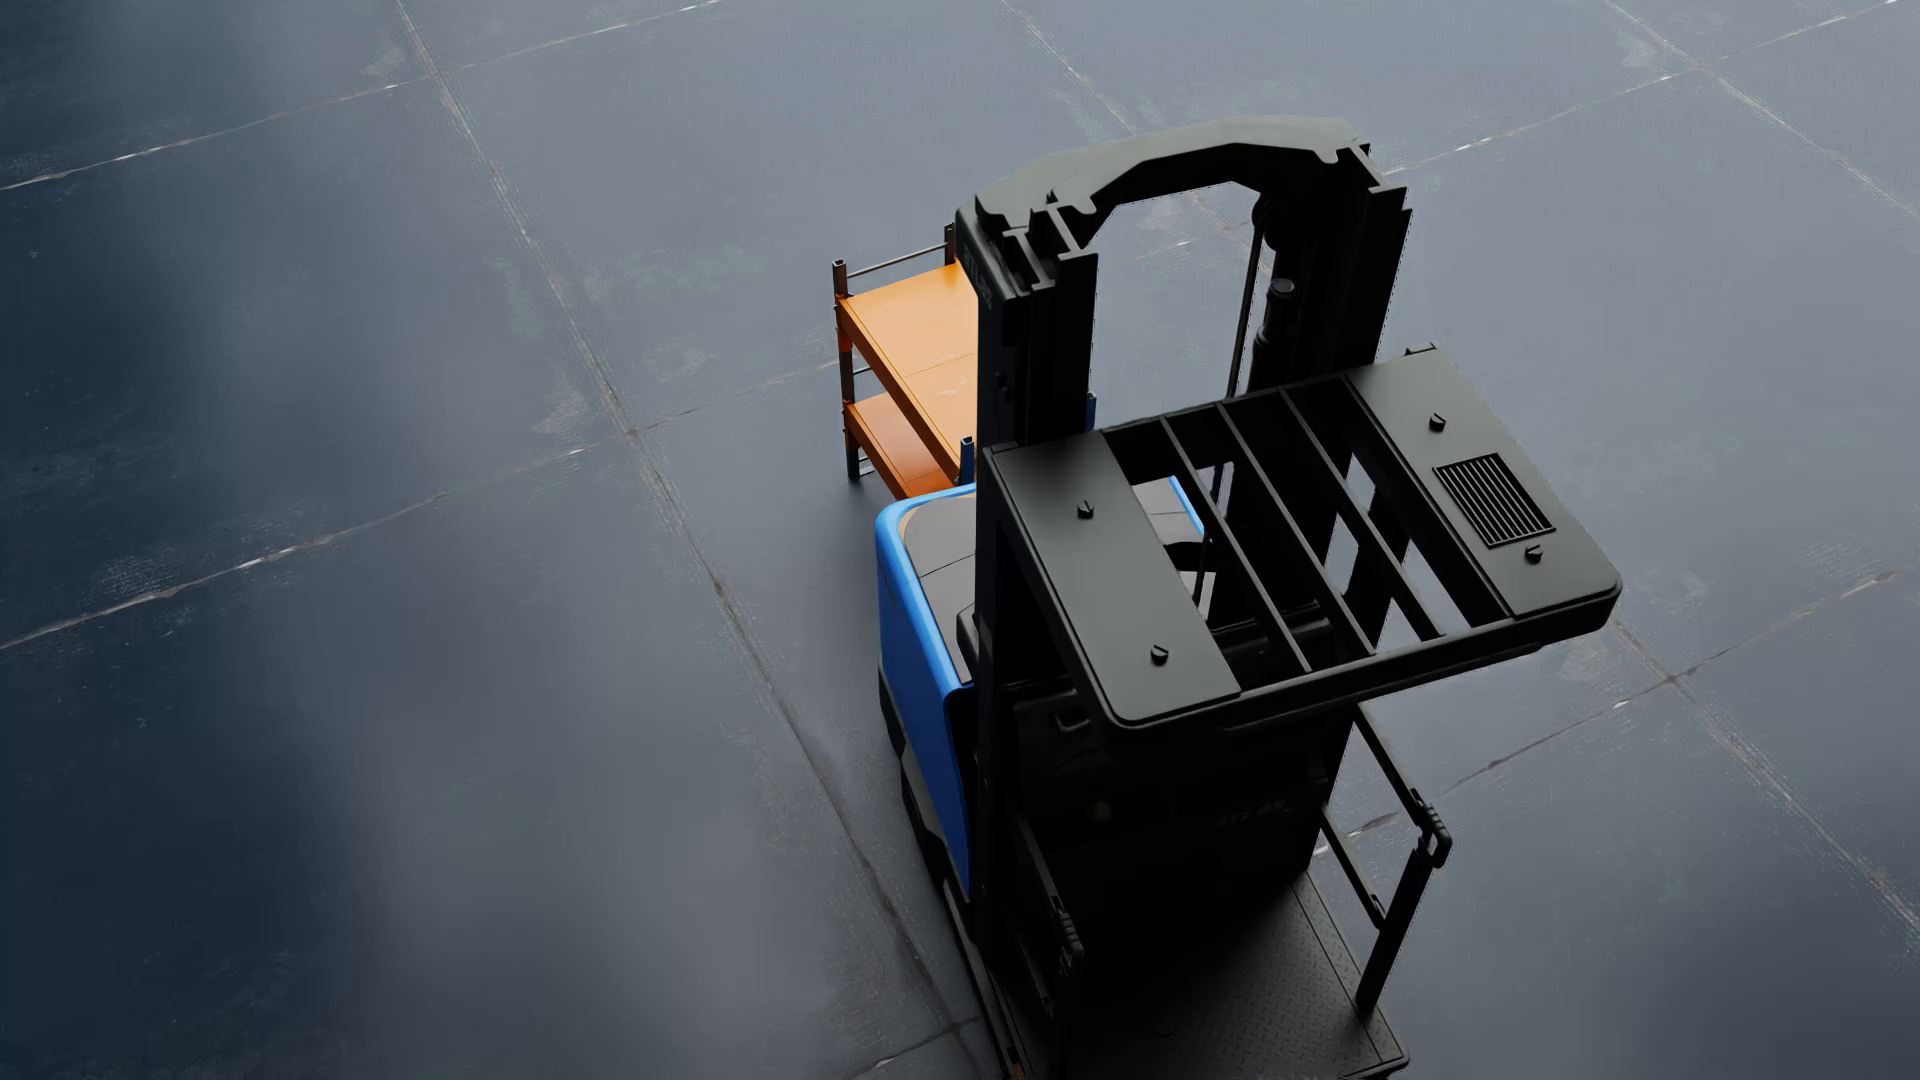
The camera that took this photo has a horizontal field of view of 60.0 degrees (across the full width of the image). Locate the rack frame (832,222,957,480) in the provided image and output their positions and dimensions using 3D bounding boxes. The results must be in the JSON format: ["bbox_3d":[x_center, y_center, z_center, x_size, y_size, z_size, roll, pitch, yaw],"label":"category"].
[{"bbox_3d":[-0.236,-0.715,6.521,0.500,1.125,0.032,-21,52,-18],"label":"rack frame"}]

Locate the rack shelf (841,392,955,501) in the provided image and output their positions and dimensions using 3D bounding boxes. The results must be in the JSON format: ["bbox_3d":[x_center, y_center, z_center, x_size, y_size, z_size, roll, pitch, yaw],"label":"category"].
[{"bbox_3d":[-0.003,-0.214,6.407,0.538,0.278,1.000,-21,52,-18],"label":"rack shelf"}]

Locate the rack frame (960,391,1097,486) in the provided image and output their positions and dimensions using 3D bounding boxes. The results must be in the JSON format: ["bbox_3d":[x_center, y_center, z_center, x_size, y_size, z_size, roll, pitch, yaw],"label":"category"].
[{"bbox_3d":[0.230,-0.035,5.926,0.500,1.125,0.032,-21,52,-18],"label":"rack frame"}]

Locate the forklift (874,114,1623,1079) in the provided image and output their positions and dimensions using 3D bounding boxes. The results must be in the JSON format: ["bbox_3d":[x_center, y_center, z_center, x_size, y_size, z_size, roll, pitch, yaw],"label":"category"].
[{"bbox_3d":[0.655,0.574,4.193,1.130,2.935,3.031,-14,50,-12],"label":"forklift"}]

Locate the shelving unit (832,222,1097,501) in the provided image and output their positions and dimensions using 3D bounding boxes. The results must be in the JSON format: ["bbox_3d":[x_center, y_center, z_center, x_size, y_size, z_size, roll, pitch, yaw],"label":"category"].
[{"bbox_3d":[-0.003,-0.375,6.223,0.538,1.125,1.048,-21,52,-18],"label":"shelving unit"}]

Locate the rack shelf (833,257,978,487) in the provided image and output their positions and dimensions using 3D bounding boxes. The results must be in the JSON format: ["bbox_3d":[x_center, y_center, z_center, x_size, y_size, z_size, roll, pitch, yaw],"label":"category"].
[{"bbox_3d":[-0.003,-0.568,6.003,0.538,0.278,1.000,-21,52,-18],"label":"rack shelf"}]
